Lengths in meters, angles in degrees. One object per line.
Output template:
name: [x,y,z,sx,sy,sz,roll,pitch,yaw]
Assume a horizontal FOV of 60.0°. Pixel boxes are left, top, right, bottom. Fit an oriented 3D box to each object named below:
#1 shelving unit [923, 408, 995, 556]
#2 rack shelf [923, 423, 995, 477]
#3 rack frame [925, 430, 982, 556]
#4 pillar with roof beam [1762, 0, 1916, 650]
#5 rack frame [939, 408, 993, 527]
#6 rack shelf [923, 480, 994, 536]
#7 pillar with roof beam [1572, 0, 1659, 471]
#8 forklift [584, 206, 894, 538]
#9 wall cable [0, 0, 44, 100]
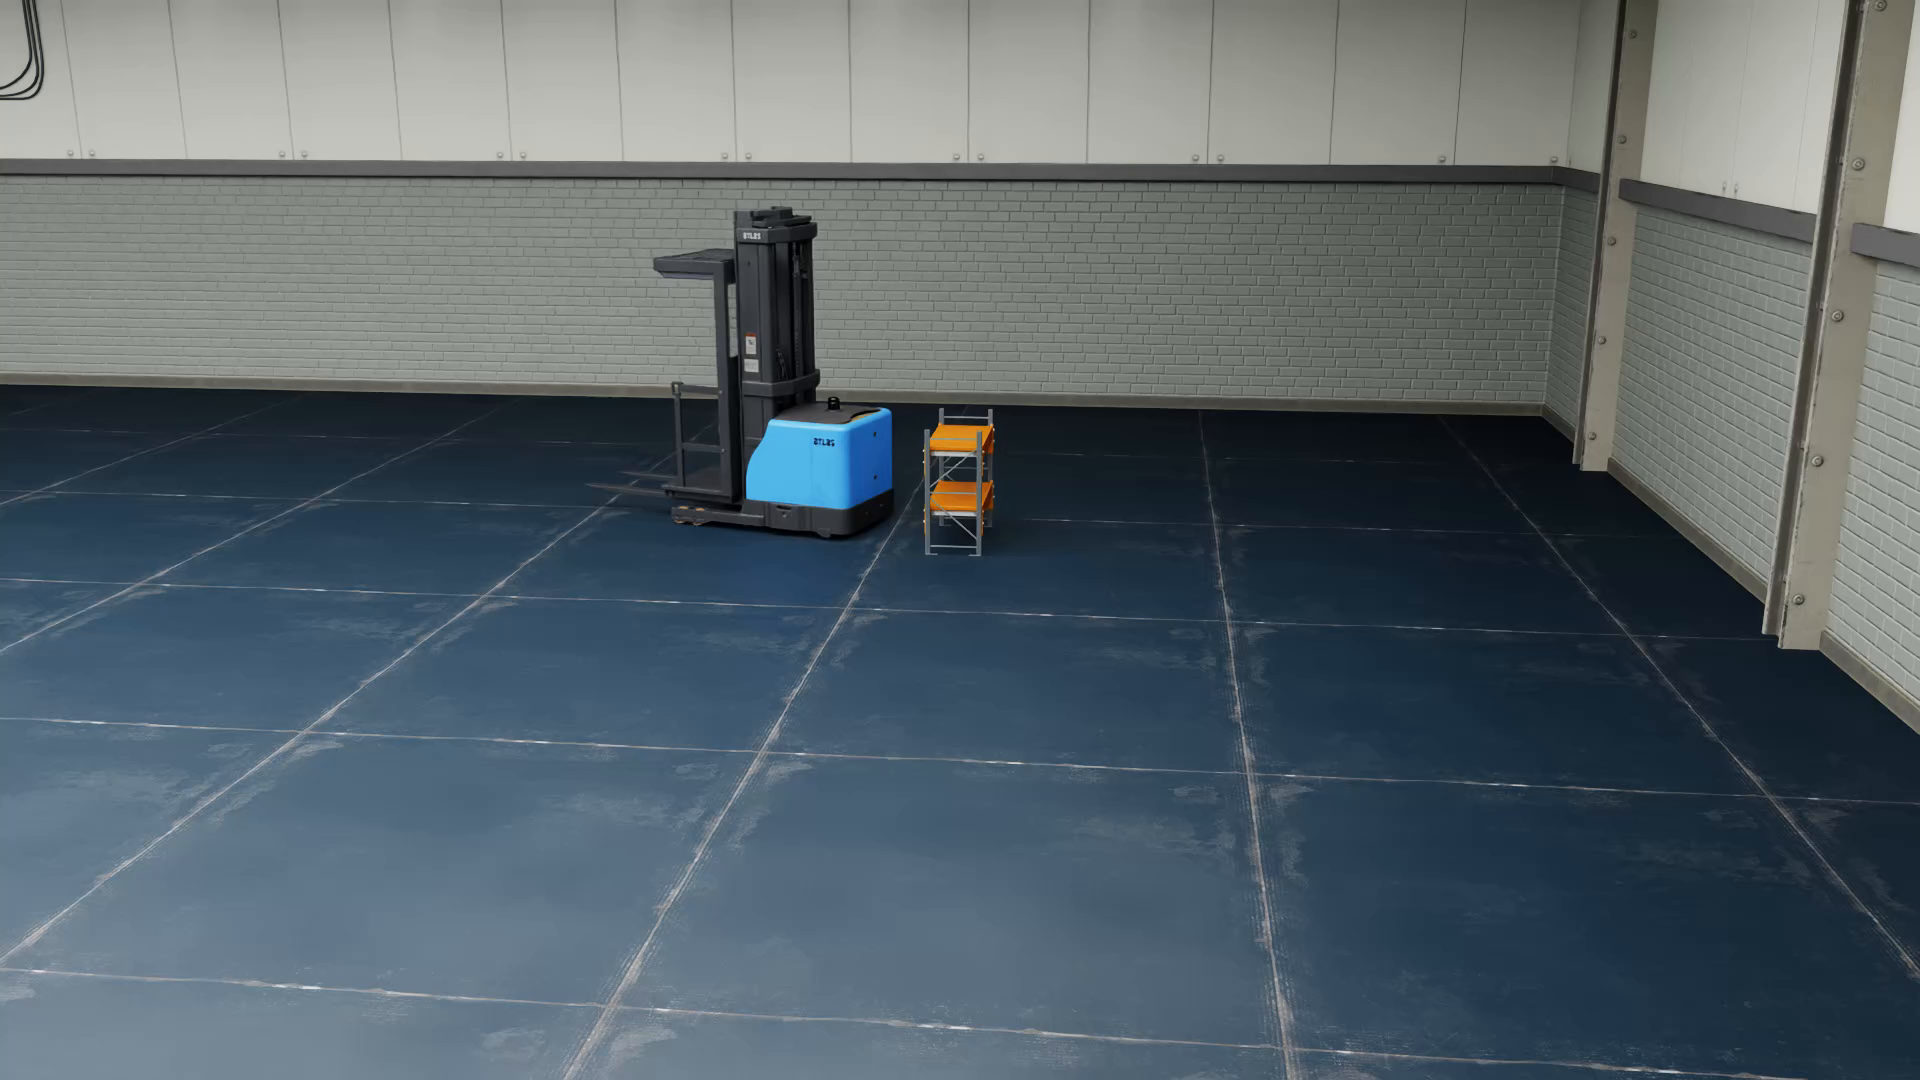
shelving unit: [-0.001,-0.541,15.097,0.538,1.125,1.048,2,15,6]
rack shelf: [-0.001,-0.824,15.020,0.538,0.278,1.000,2,15,6]
rack frame: [-0.058,-0.409,14.609,0.500,1.125,0.032,2,15,6]
pillar with roof beam: [1.957,-3.716,11.751,9.100,9.000,0.400,2,15,6]
rack frame: [0.057,-0.673,15.584,0.500,1.125,0.032,2,15,6]
rack shelf: [-0.001,-0.305,15.161,0.538,0.278,1.000,2,15,6]
pillar with roof beam: [2.634,-5.272,17.506,9.100,9.000,0.400,2,15,6]
forklift: [-2.194,-1.667,15.799,3.031,2.935,1.130,7,16,23]
wall cable: [-13.310,-8.156,21.657,2.305,6.003,0.169,2,15,6]
